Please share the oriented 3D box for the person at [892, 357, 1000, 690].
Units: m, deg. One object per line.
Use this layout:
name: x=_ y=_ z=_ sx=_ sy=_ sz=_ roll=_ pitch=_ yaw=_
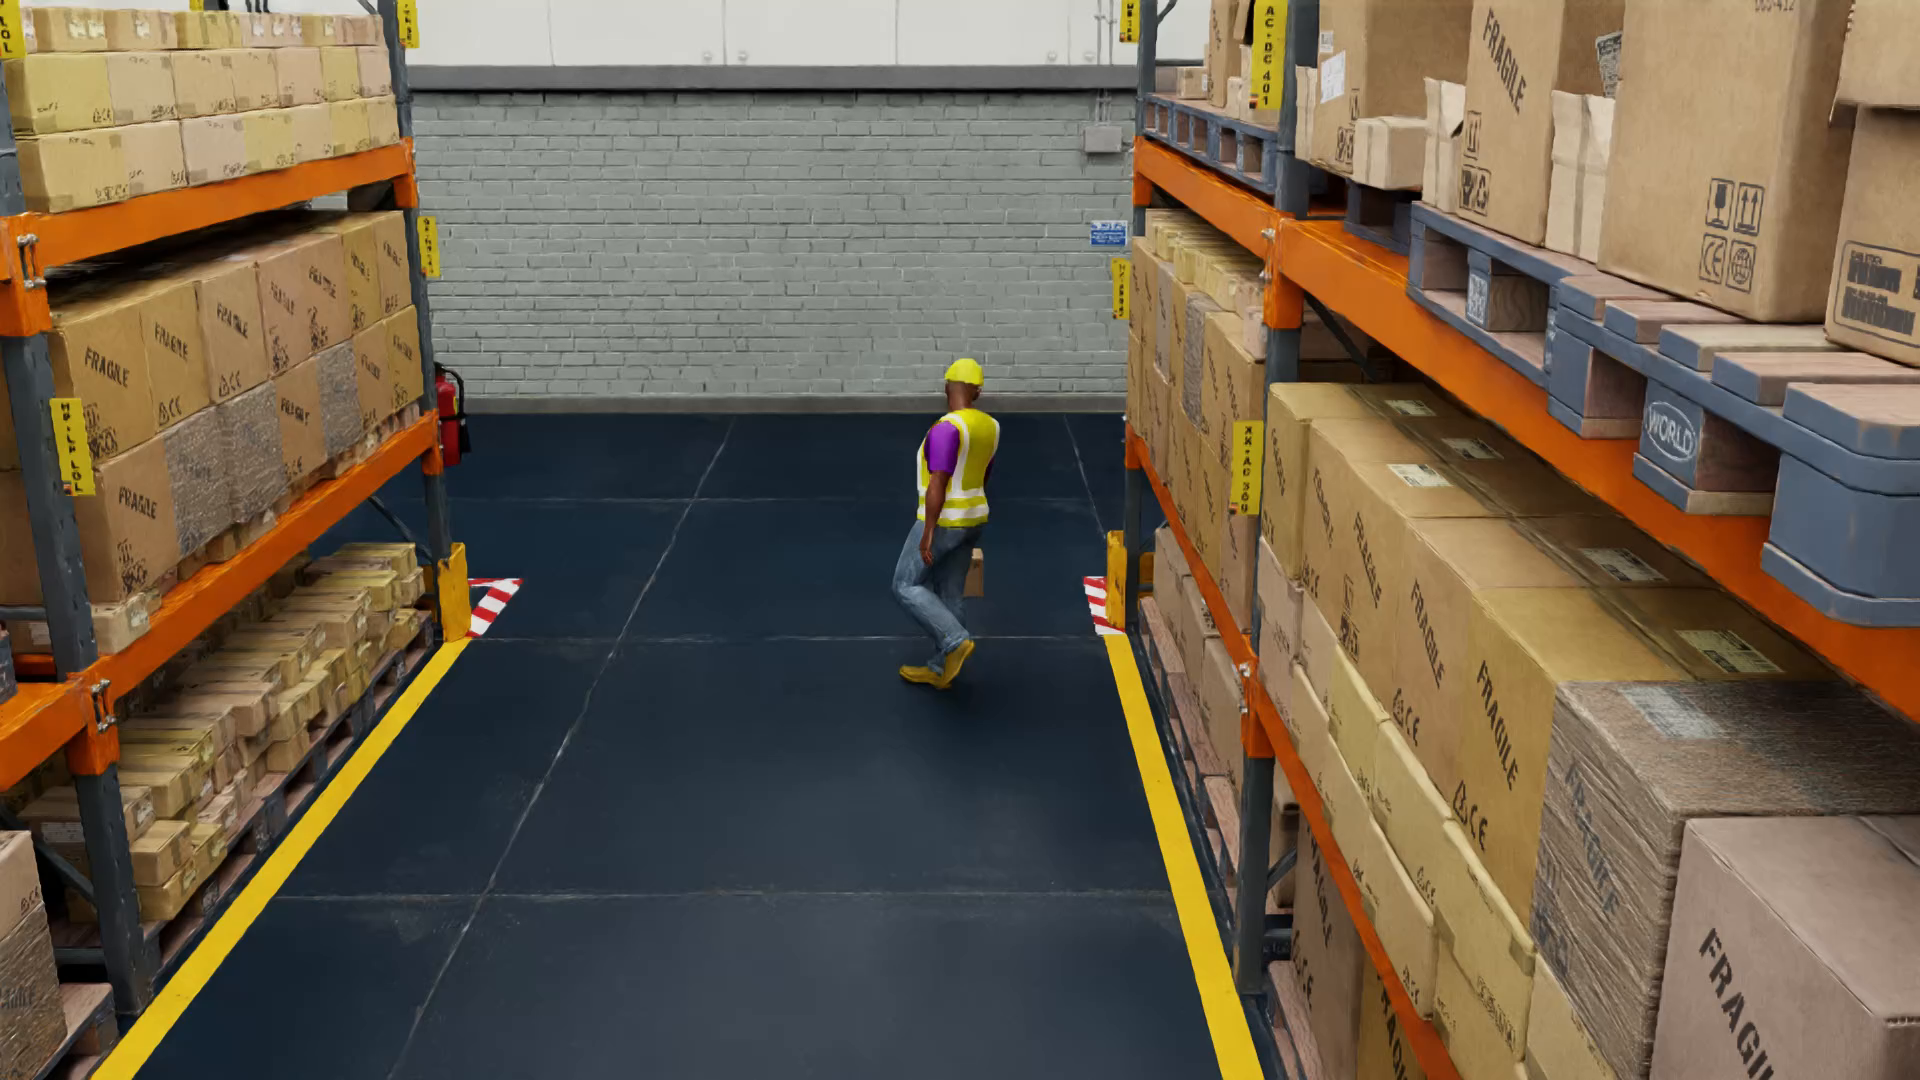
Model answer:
person: x=-0.042 y=-0.076 z=8.770 sx=0.513 sy=1.745 sz=0.704 roll=9 pitch=19 yaw=28
